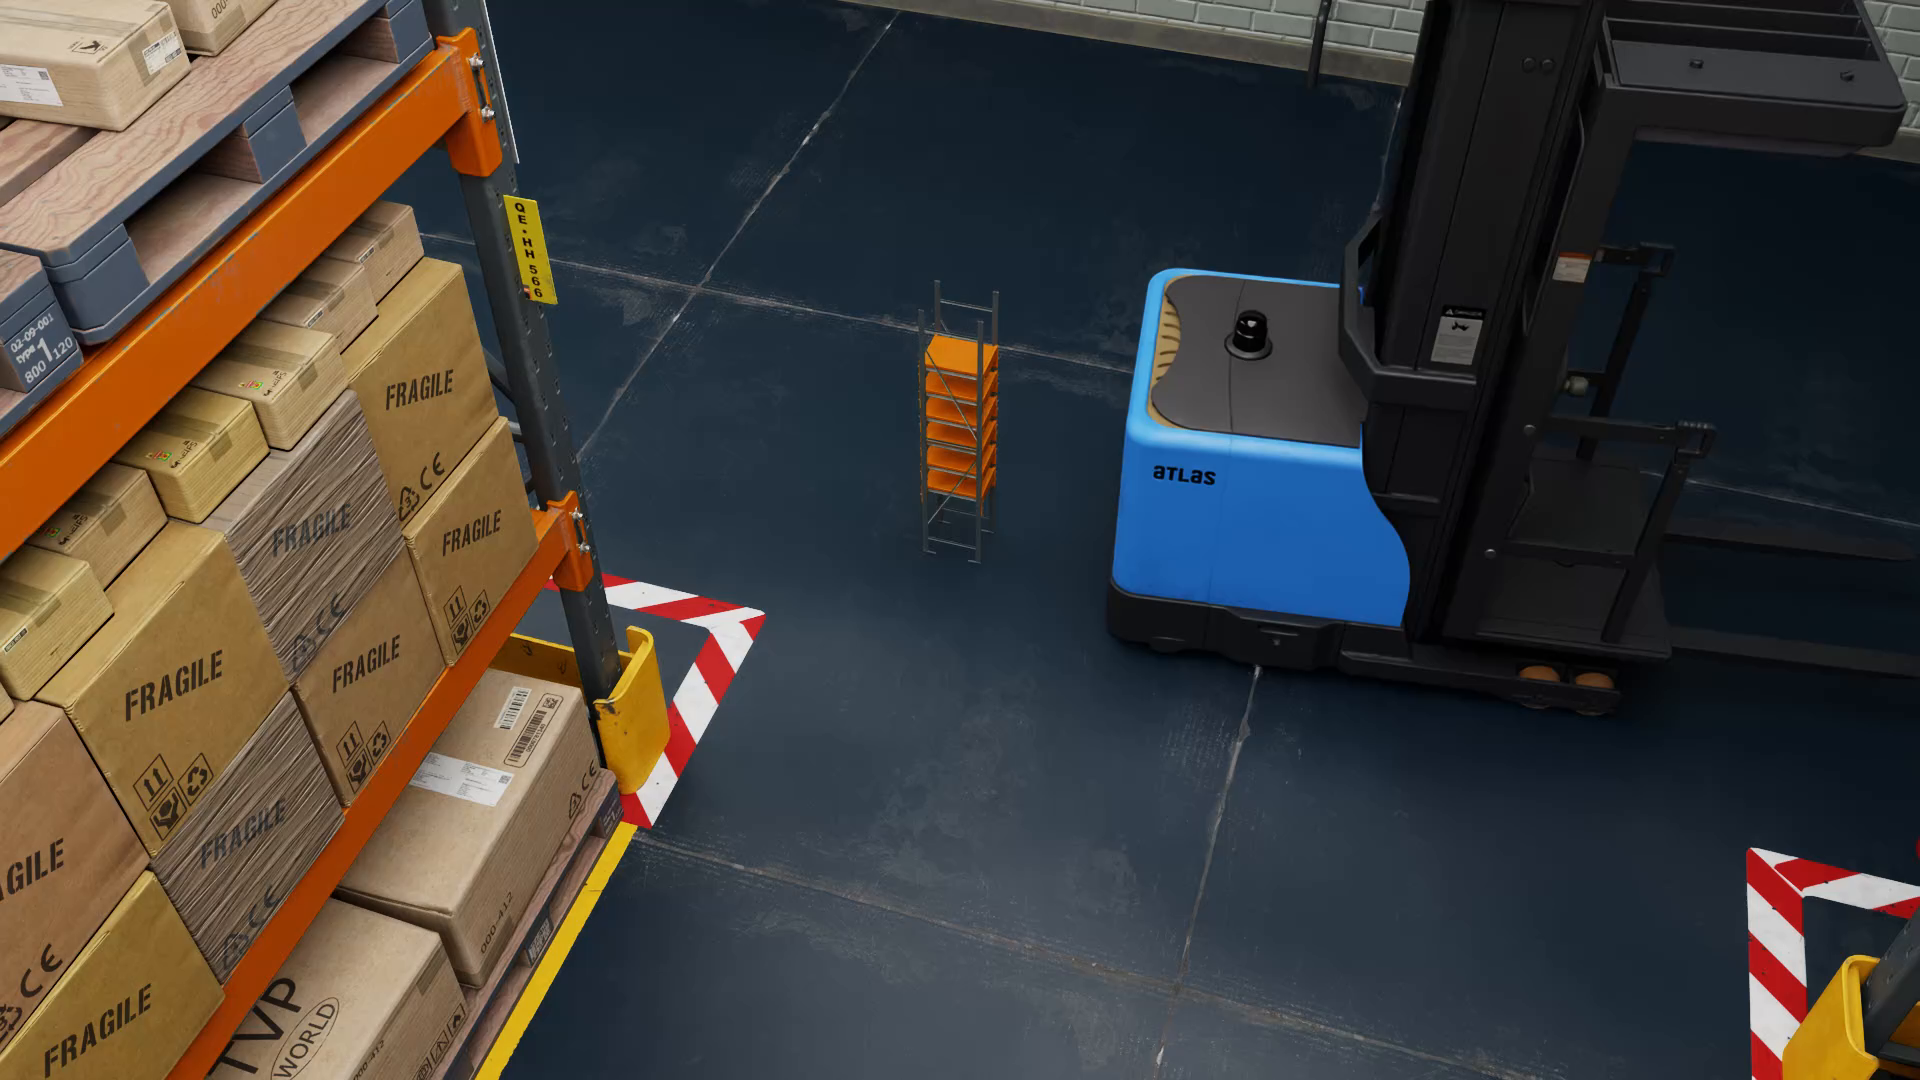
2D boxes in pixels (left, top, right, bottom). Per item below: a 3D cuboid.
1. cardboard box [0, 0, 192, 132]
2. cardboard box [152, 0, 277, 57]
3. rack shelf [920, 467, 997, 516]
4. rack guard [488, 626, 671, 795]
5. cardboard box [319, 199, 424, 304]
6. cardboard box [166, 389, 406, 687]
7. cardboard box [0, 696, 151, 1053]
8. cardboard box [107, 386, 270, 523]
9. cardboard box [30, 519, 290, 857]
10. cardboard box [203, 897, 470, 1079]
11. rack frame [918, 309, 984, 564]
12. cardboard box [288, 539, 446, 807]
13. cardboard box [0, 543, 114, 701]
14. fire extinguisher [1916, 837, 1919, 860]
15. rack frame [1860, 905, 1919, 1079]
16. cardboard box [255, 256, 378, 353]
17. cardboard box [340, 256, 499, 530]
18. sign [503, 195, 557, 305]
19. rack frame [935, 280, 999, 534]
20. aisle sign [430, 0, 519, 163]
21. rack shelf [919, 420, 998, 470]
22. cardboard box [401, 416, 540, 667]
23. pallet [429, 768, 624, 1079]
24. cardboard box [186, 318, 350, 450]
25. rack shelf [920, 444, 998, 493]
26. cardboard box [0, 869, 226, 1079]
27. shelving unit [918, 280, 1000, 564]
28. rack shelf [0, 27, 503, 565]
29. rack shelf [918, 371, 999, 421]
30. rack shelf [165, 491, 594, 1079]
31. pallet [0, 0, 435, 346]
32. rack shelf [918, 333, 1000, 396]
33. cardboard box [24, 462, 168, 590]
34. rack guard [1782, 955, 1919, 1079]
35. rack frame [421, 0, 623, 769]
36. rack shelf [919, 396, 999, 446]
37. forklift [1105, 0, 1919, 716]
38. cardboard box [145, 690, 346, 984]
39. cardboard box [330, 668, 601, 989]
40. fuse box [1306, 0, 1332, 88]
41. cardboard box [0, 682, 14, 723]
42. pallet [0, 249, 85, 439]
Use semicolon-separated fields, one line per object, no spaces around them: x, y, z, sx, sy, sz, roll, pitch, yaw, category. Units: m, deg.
-1.749;-0.941;3.230;0.380;0.149;0.250;9;45;9;cardboard box
-1.698;-1.273;3.497;0.500;0.250;0.500;9;45;9;cardboard box
-0.004;-0.216;6.519;0.258;0.103;0.180;13;46;12;rack shelf
-1.640;0.489;5.892;1.175;0.500;0.348;13;46;13;rack guard
-1.566;-0.731;4.102;0.380;0.149;0.250;13;46;13;cardboard box
-1.697;-0.055;3.875;0.500;0.500;0.500;13;46;13;cardboard box
-2.004;0.609;3.196;0.500;0.500;0.500;12;46;12;cardboard box
-1.733;-0.208;3.568;0.380;0.149;0.250;14;46;13;cardboard box
-1.850;0.274;3.539;0.500;0.500;0.500;12;46;12;cardboard box
-2.021;1.451;4.655;0.875;0.438;0.875;14;46;14;cardboard box
-0.032;-0.358;6.258;0.240;1.200;0.006;13;46;12;rack frame
-1.708;0.285;4.242;0.500;0.500;0.500;12;46;12;cardboard box
-1.900;0.131;3.221;0.380;0.149;0.250;14;46;13;cardboard box
2.688;0.626;4.288;0.296;0.674;0.183;13;46;13;fire extinguisher
3.084;0.661;3.930;1.000;3.000;0.127;13;46;13;rack frame
-1.620;-0.557;3.924;0.380;0.149;0.250;13;46;13;cardboard box
-1.567;-0.409;4.237;0.500;0.500;0.500;14;46;14;cardboard box
-1.135;-0.762;4.387;0.100;0.325;0.005;13;46;13;sign
0.023;-0.480;6.383;0.240;1.200;0.006;13;46;12;rack frame
-1.330;-1.299;4.074;0.394;0.787;0.004;13;46;13;aisle sign
-0.004;-0.387;6.352;0.258;0.103;0.180;13;46;12;rack shelf
-1.542;-0.046;4.581;0.500;0.500;0.500;13;46;13;cardboard box
-1.815;1.158;5.415;1.003;0.211;1.213;13;46;13;pallet
-1.617;-0.367;3.730;0.380;0.149;0.250;12;46;12;cardboard box
-0.004;-0.302;6.436;0.258;0.103;0.180;13;46;12;rack shelf
-1.998;0.977;3.535;0.500;0.500;0.500;14;46;14;cardboard box
-0.004;-0.419;6.320;0.258;1.200;0.189;13;46;12;shelving unit
-2.253;0.130;2.842;1.077;0.370;4.000;13;46;13;rack shelf
-0.004;-0.559;6.184;0.258;0.103;0.180;13;46;12;rack shelf
-2.253;1.202;3.891;1.077;0.370;4.000;13;46;13;rack shelf
-1.862;-0.932;3.476;1.003;0.211;1.213;13;46;13;pallet
-0.004;-0.645;6.100;0.258;0.103;0.180;13;46;12;rack shelf
-1.880;-0.049;3.405;0.380;0.149;0.250;12;46;12;cardboard box
3.061;1.605;4.752;1.175;0.500;0.348;13;46;13;rack guard
-1.648;-0.388;5.002;1.000;3.000;0.127;13;46;13;rack frame
-0.004;-0.473;6.268;0.258;0.103;0.180;13;46;12;rack shelf
2.118;-0.809;5.481;3.031;2.935;1.130;7;45;7;forklift
-1.854;0.630;3.890;0.500;0.500;0.500;14;46;14;cardboard box
-1.752;0.839;5.280;0.875;0.438;0.875;11;45;11;cardboard box
1.995;-3.149;8.744;0.539;1.711;0.414;13;46;13;fuse box
-1.997;0.302;3.047;0.380;0.149;0.250;14;46;14;cardboard box
-2.230;-0.116;2.642;1.003;0.211;1.213;13;46;13;pallet
